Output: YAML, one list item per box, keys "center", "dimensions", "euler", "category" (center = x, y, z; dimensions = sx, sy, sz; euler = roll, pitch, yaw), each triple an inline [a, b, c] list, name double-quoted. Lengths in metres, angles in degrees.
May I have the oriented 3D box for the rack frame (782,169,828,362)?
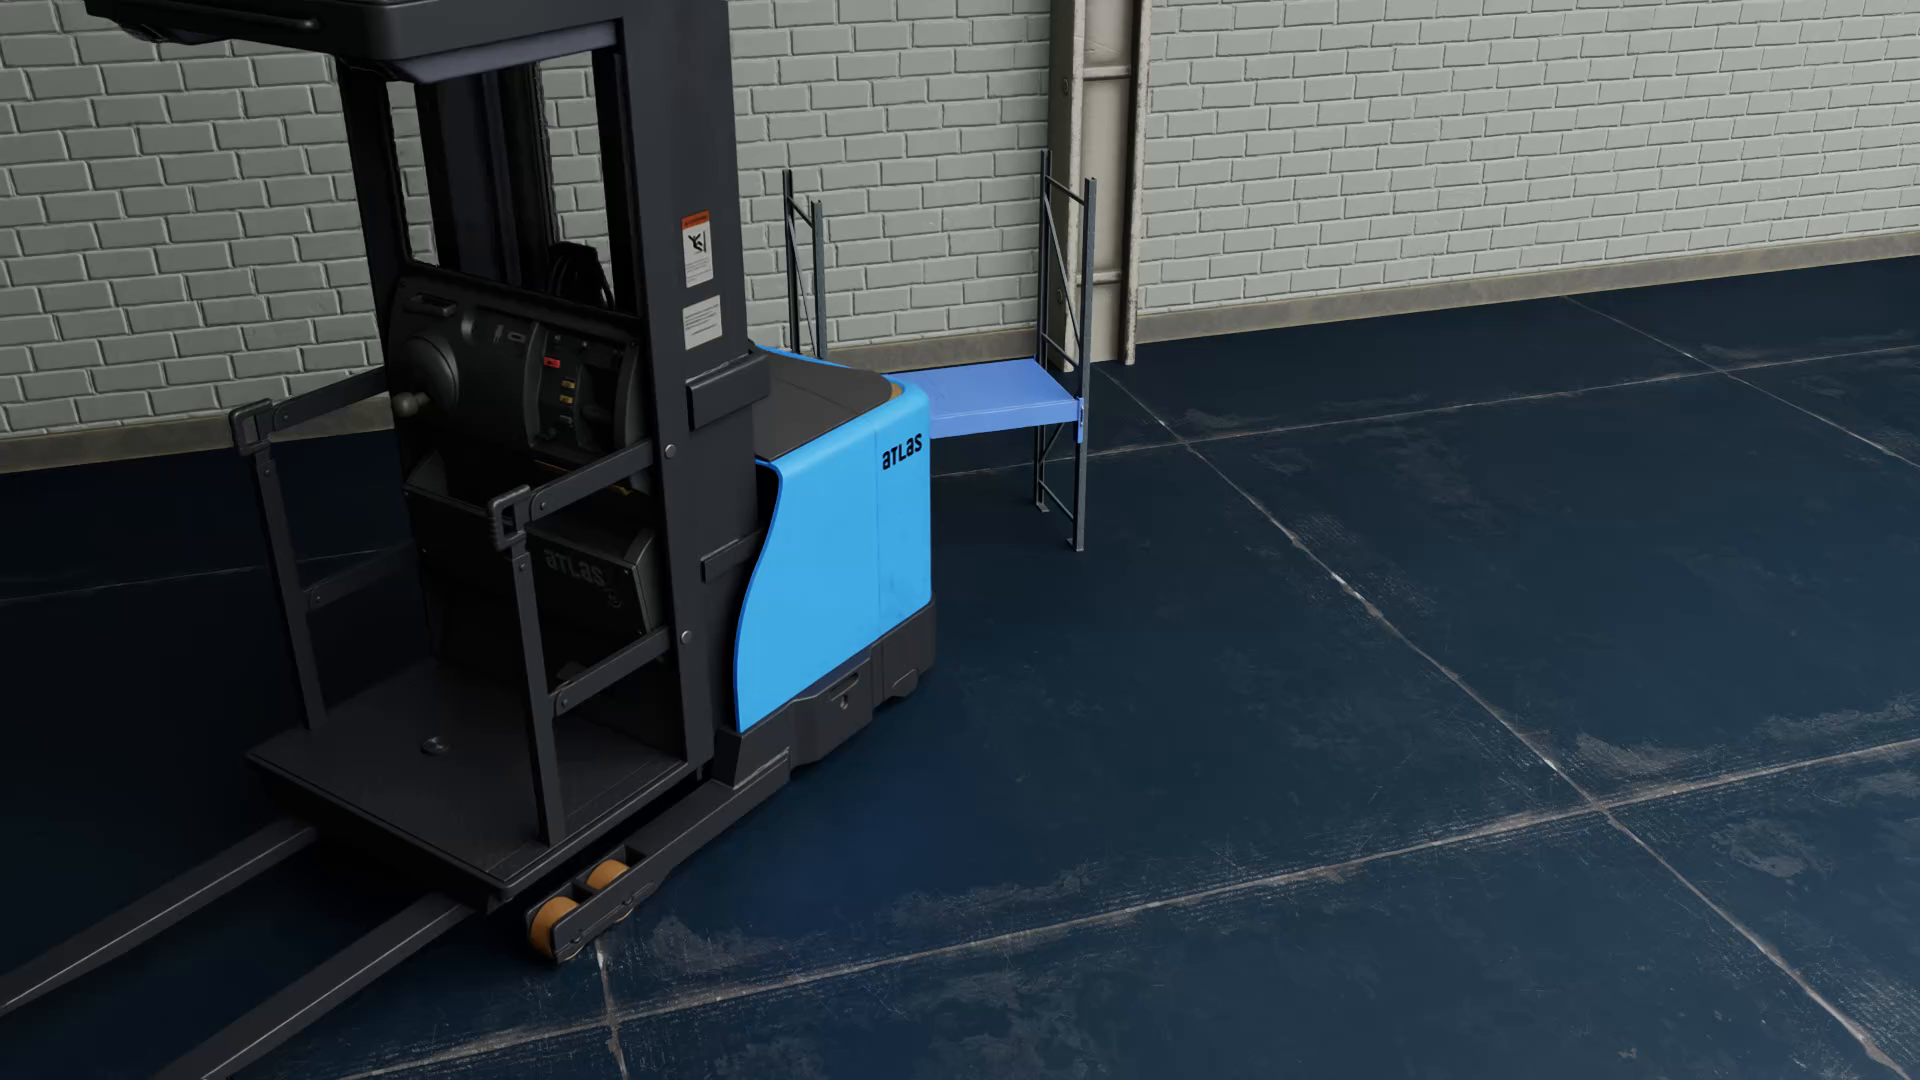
- center: [-0.564, -0.590, 6.252]
  dimensions: [0.032, 1.500, 0.500]
  euler: [-8, 28, -16]
  category: "rack frame"

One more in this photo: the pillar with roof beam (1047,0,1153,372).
- center: [2.001, -3.158, 2.991]
  dimensions: [0.400, 9.000, 9.100]
  euler: [-8, 28, -16]
  category: "pillar with roof beam"

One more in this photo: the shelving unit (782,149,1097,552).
- center: [-0.081, -0.660, 6.393]
  dimensions: [1.048, 1.500, 0.538]
  euler: [-8, 28, -16]
  category: "shelving unit"

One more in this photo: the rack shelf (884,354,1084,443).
- center: [-0.081, -0.499, 6.473]
  dimensions: [1.000, 0.185, 0.538]
  euler: [-8, 28, -16]
  category: "rack shelf"

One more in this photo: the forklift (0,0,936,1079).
- center: [-1.325, -0.424, 4.309]
  dimensions: [1.130, 2.935, 3.031]
  euler: [17, 31, 30]
  category: "forklift"

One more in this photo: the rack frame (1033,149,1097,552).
- center: [0.402, -0.730, 6.534]
  dimensions: [0.032, 1.500, 0.500]
  euler: [-8, 28, -16]
  category: "rack frame"
